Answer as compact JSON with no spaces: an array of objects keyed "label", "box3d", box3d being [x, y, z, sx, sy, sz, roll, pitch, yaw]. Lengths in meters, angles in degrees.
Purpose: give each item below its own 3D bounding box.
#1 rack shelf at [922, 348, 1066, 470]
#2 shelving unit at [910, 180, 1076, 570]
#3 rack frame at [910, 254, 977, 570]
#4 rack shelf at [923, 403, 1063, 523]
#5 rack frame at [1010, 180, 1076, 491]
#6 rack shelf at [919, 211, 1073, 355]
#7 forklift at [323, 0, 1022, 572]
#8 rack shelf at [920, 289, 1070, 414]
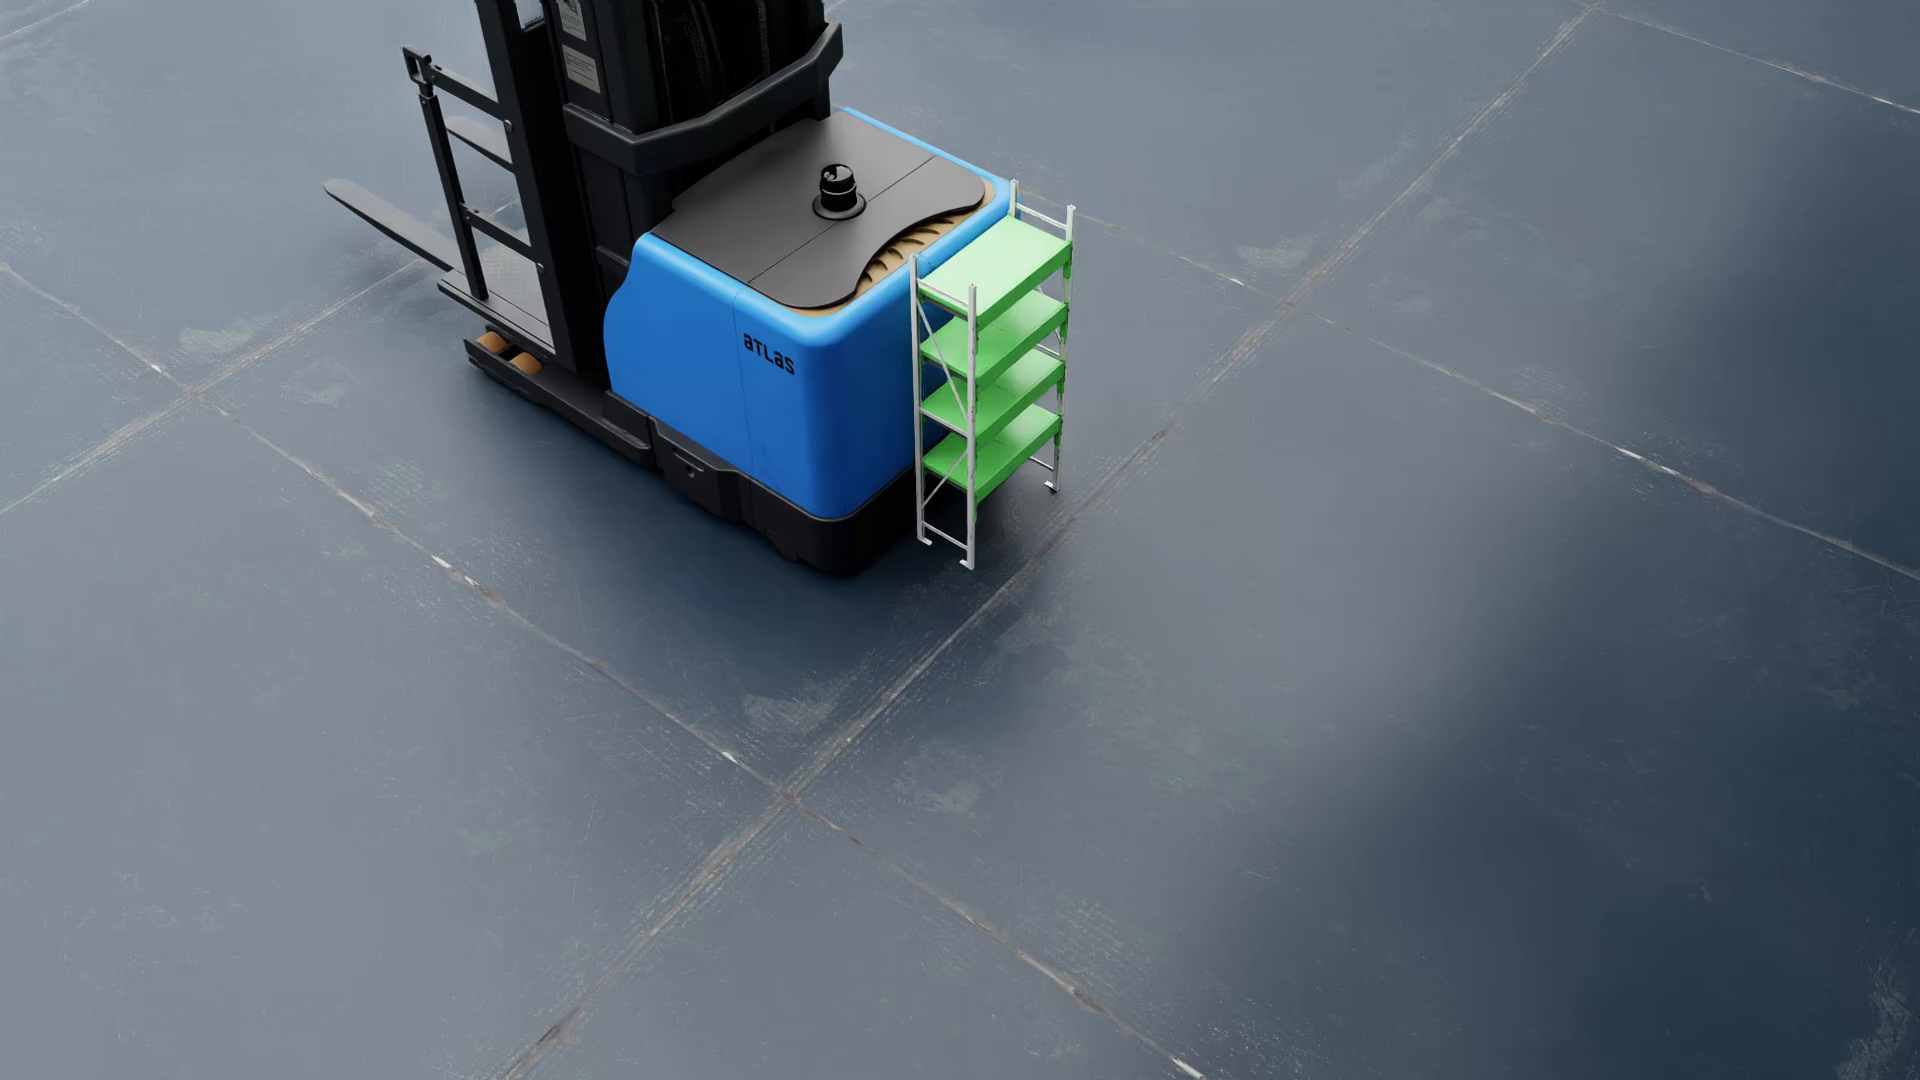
[{"label":"rack shelf","box3d":[0.103,-0.464,5.452,0.258,0.148,0.480,30,53,26]},{"label":"shelving unit","box3d":[0.103,-0.508,5.405,0.258,1.200,0.503,30,53,26]},{"label":"rack frame","box3d":[-0.049,-0.370,5.274,0.240,1.200,0.015,30,53,26]},{"label":"rack shelf","box3d":[0.103,-0.298,5.625,0.258,0.148,0.480,30,53,26]},{"label":"rack frame","box3d":[0.255,-0.646,5.537,0.240,1.200,0.015,30,53,26]},{"label":"rack shelf","box3d":[0.102,-0.796,5.105,0.258,0.148,0.480,30,53,26]},{"label":"forklift","box3d":[-1.242,-1.813,5.455,3.031,2.935,1.130,31,54,26]},{"label":"rack shelf","box3d":[0.103,-0.630,5.278,0.258,0.148,0.480,30,53,26]}]
